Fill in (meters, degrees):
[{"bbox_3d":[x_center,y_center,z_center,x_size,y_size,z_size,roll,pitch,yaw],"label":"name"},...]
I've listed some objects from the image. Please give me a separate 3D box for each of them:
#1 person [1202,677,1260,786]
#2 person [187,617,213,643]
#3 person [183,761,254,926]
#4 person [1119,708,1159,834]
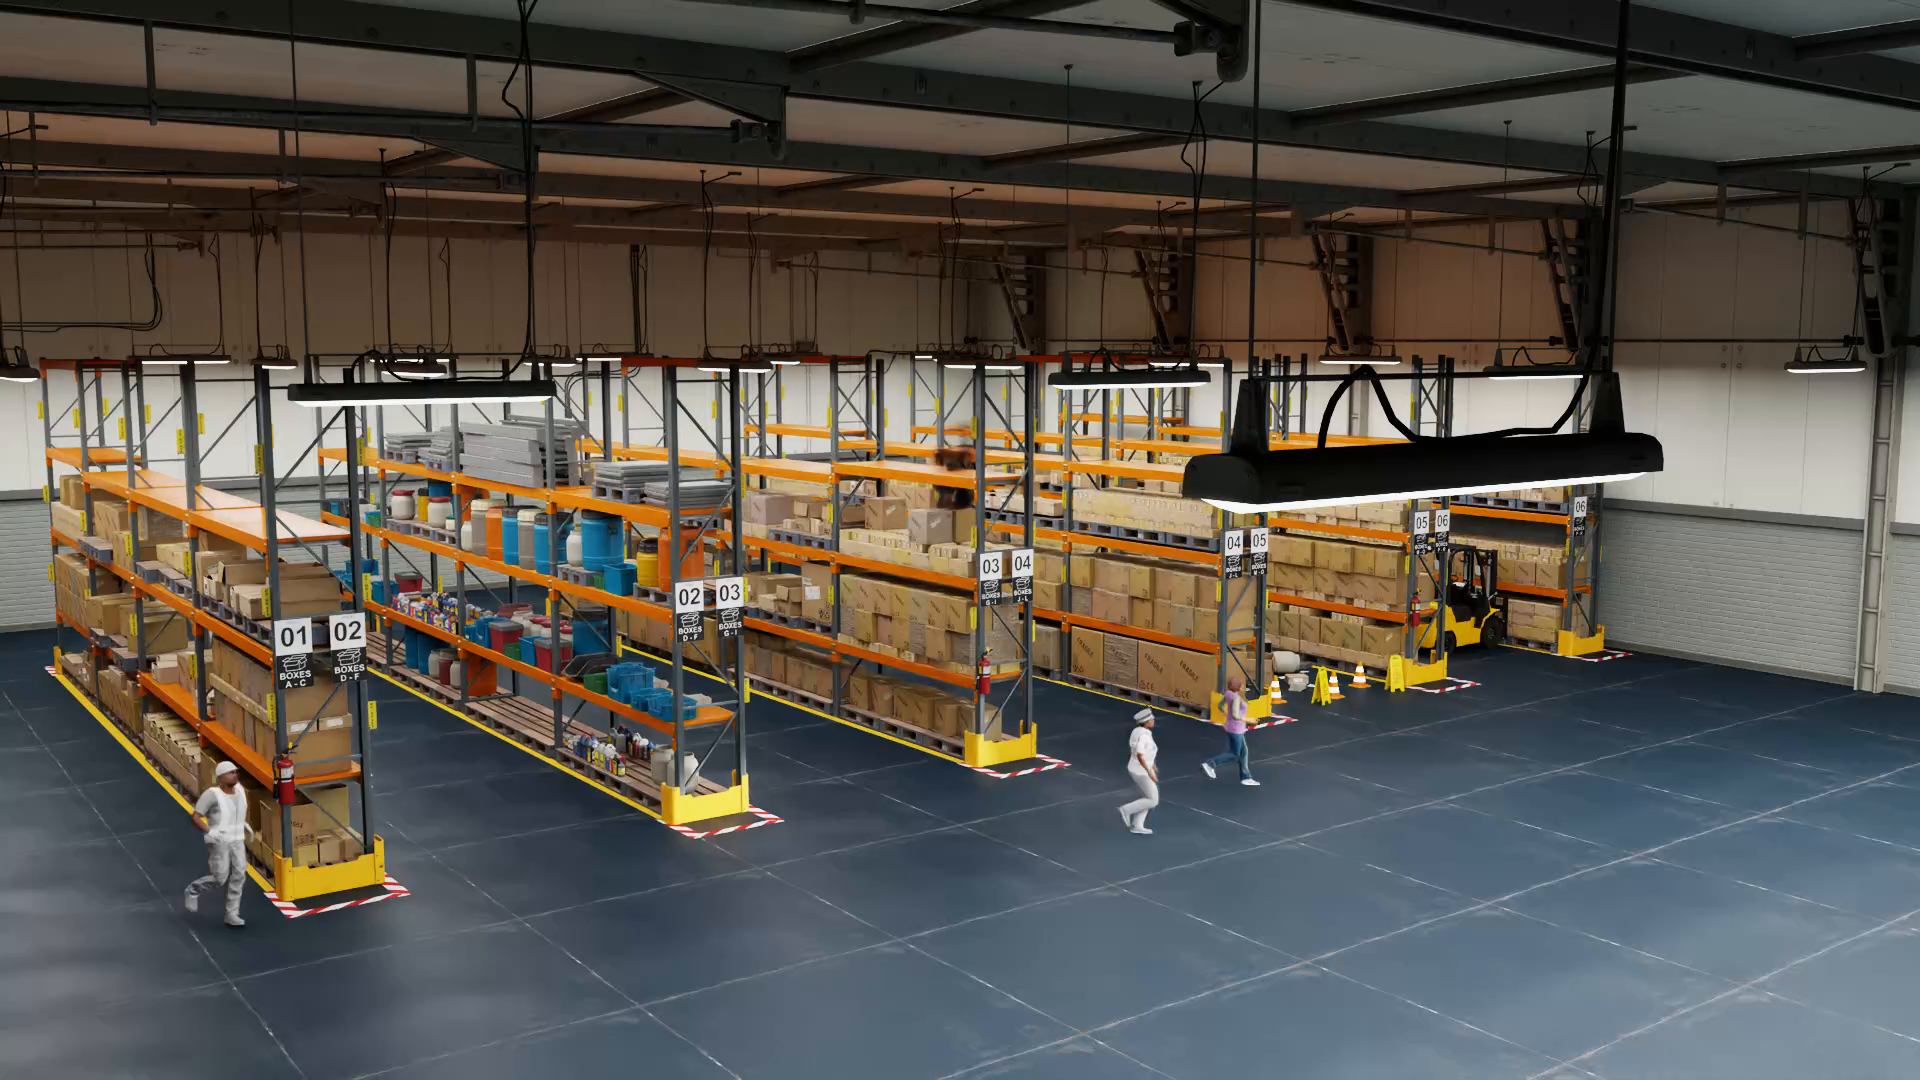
[{"bbox_3d":[3.857,2.725,23.586,0.839,1.586,0.545,0,7,-1],"label":"person"},{"bbox_3d":[-14.898,1.572,32.545,0.622,1.728,0.677,3,8,24],"label":"person"},{"bbox_3d":[-8.036,3.291,18.238,0.833,1.729,0.742,3,7,23],"label":"person"},{"bbox_3d":[2.299,2.974,21.333,0.588,1.649,0.561,-1,7,-10],"label":"person"}]
